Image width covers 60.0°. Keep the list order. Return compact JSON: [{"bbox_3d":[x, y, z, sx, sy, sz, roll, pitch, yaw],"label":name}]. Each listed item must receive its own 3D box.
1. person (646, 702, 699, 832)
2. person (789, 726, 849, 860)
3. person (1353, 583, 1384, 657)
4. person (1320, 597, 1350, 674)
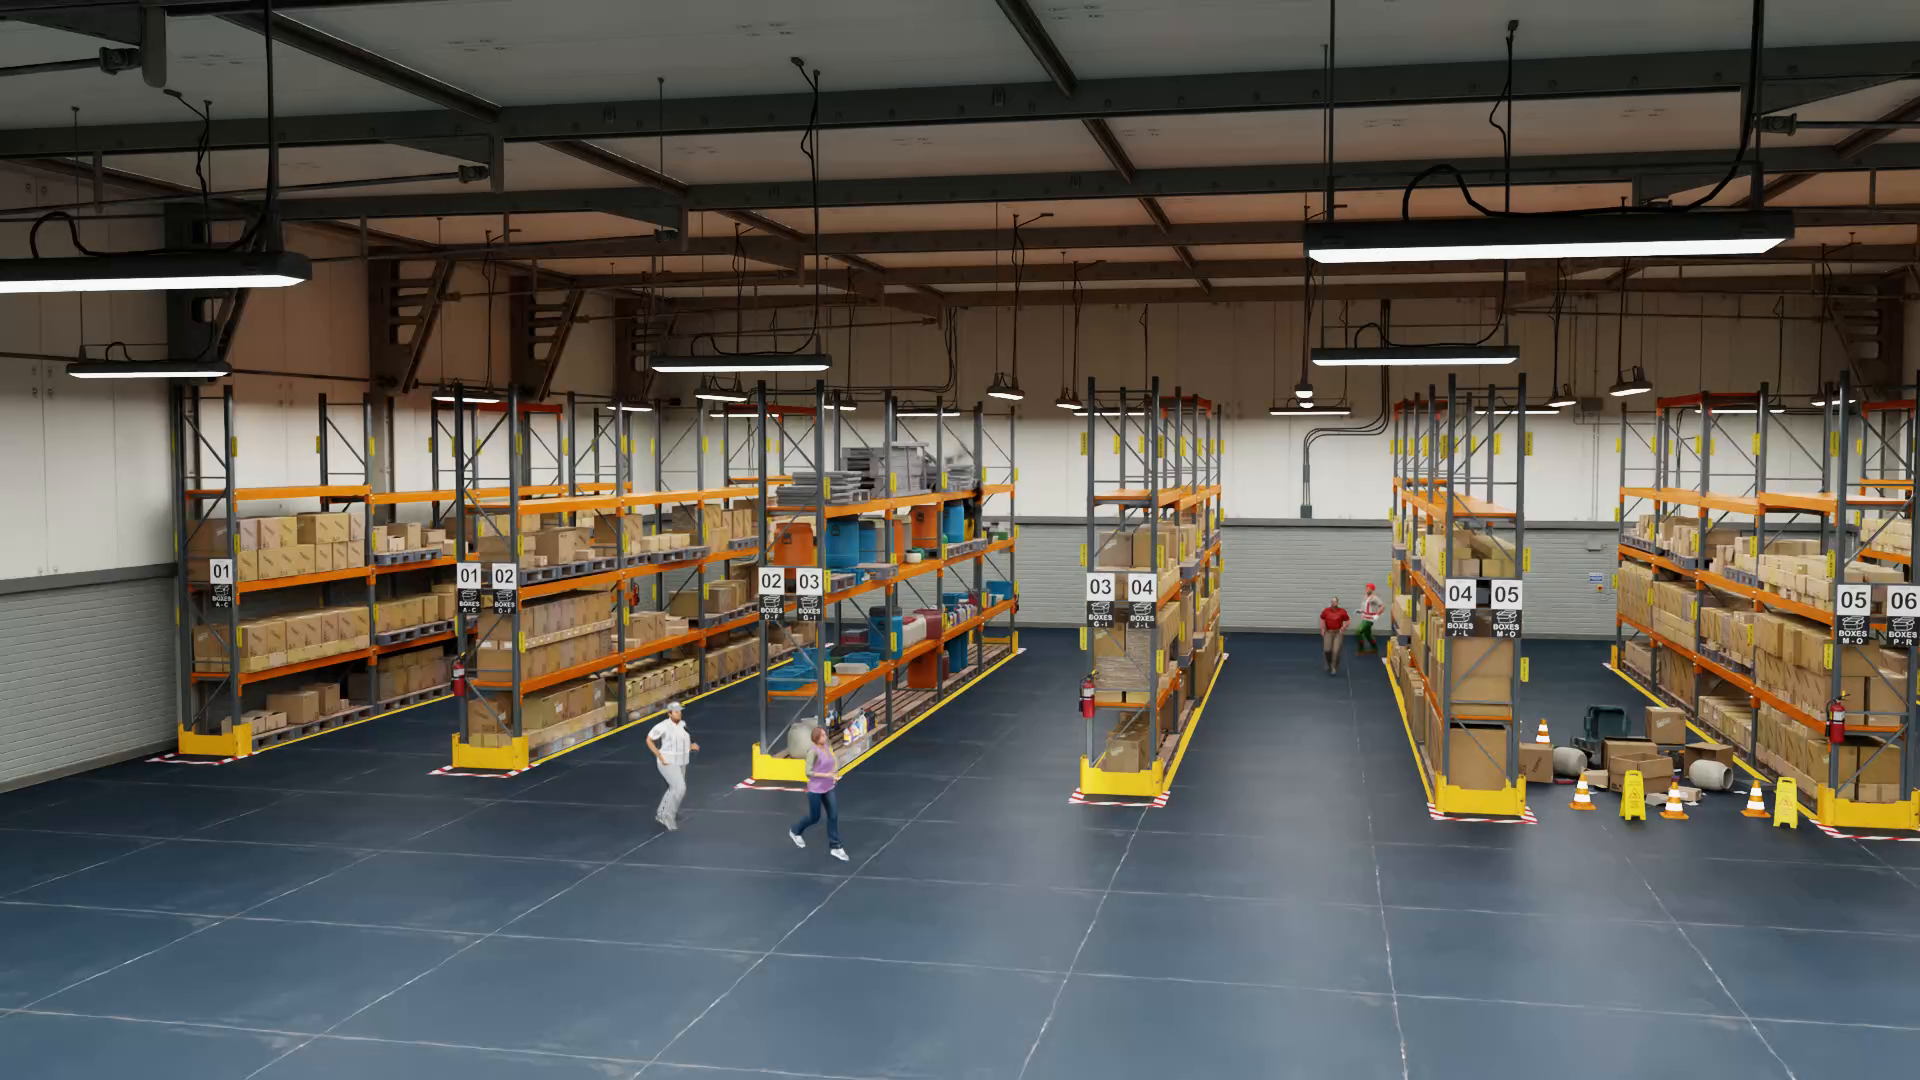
[{"bbox_3d":[-3.744,2.966,21.801,0.698,1.691,0.579,2,4,30],"label":"person"},{"bbox_3d":[-1.723,3.055,20.217,0.890,1.598,0.543,2,4,36],"label":"person"},{"bbox_3d":[9.732,1.916,39.549,0.697,1.800,0.723,0,3,-8],"label":"person"},{"bbox_3d":[8.263,2.104,36.706,0.673,1.693,0.591,1,3,17],"label":"person"}]
